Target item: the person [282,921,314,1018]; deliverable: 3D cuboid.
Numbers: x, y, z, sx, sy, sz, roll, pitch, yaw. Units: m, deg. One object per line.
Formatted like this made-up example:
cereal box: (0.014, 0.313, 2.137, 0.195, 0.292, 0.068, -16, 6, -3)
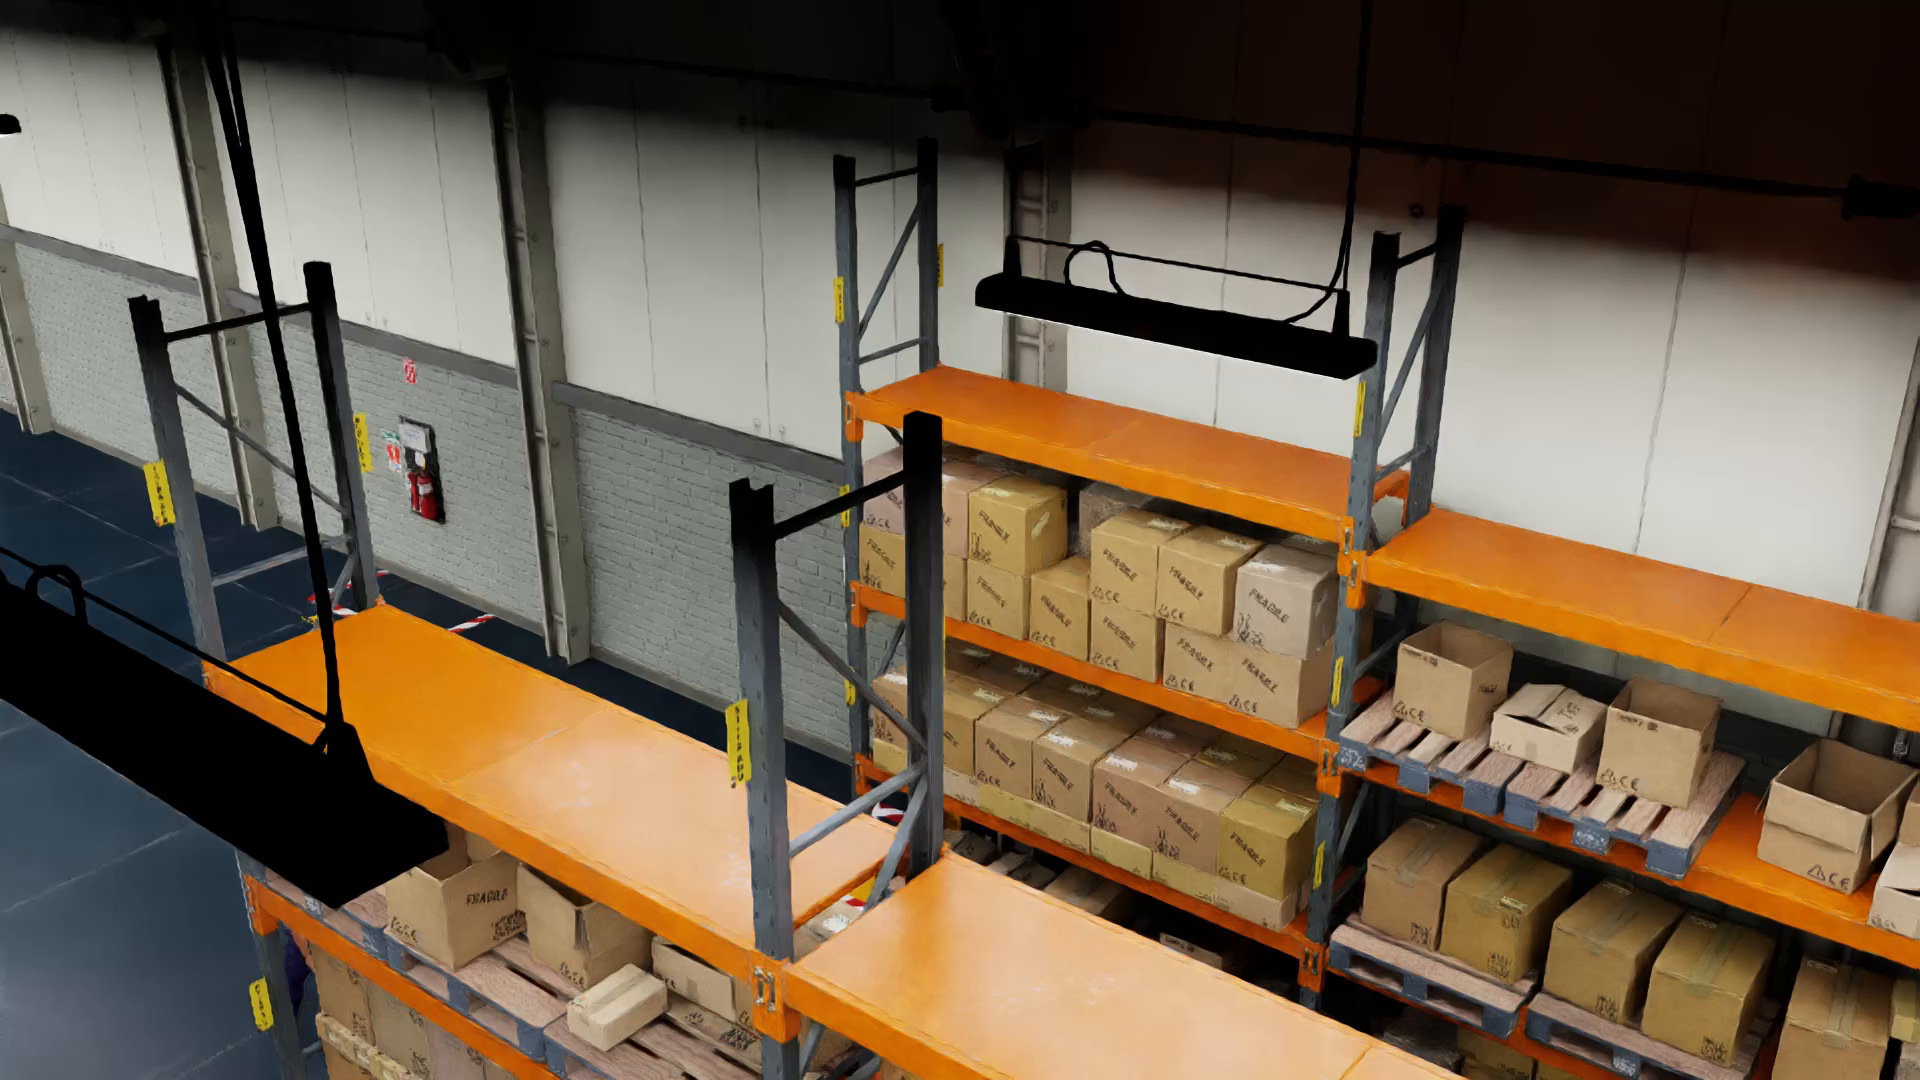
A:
person: (-4.605, 2.807, 11.852, 0.999, 1.581, 0.477, 12, 26, 27)
